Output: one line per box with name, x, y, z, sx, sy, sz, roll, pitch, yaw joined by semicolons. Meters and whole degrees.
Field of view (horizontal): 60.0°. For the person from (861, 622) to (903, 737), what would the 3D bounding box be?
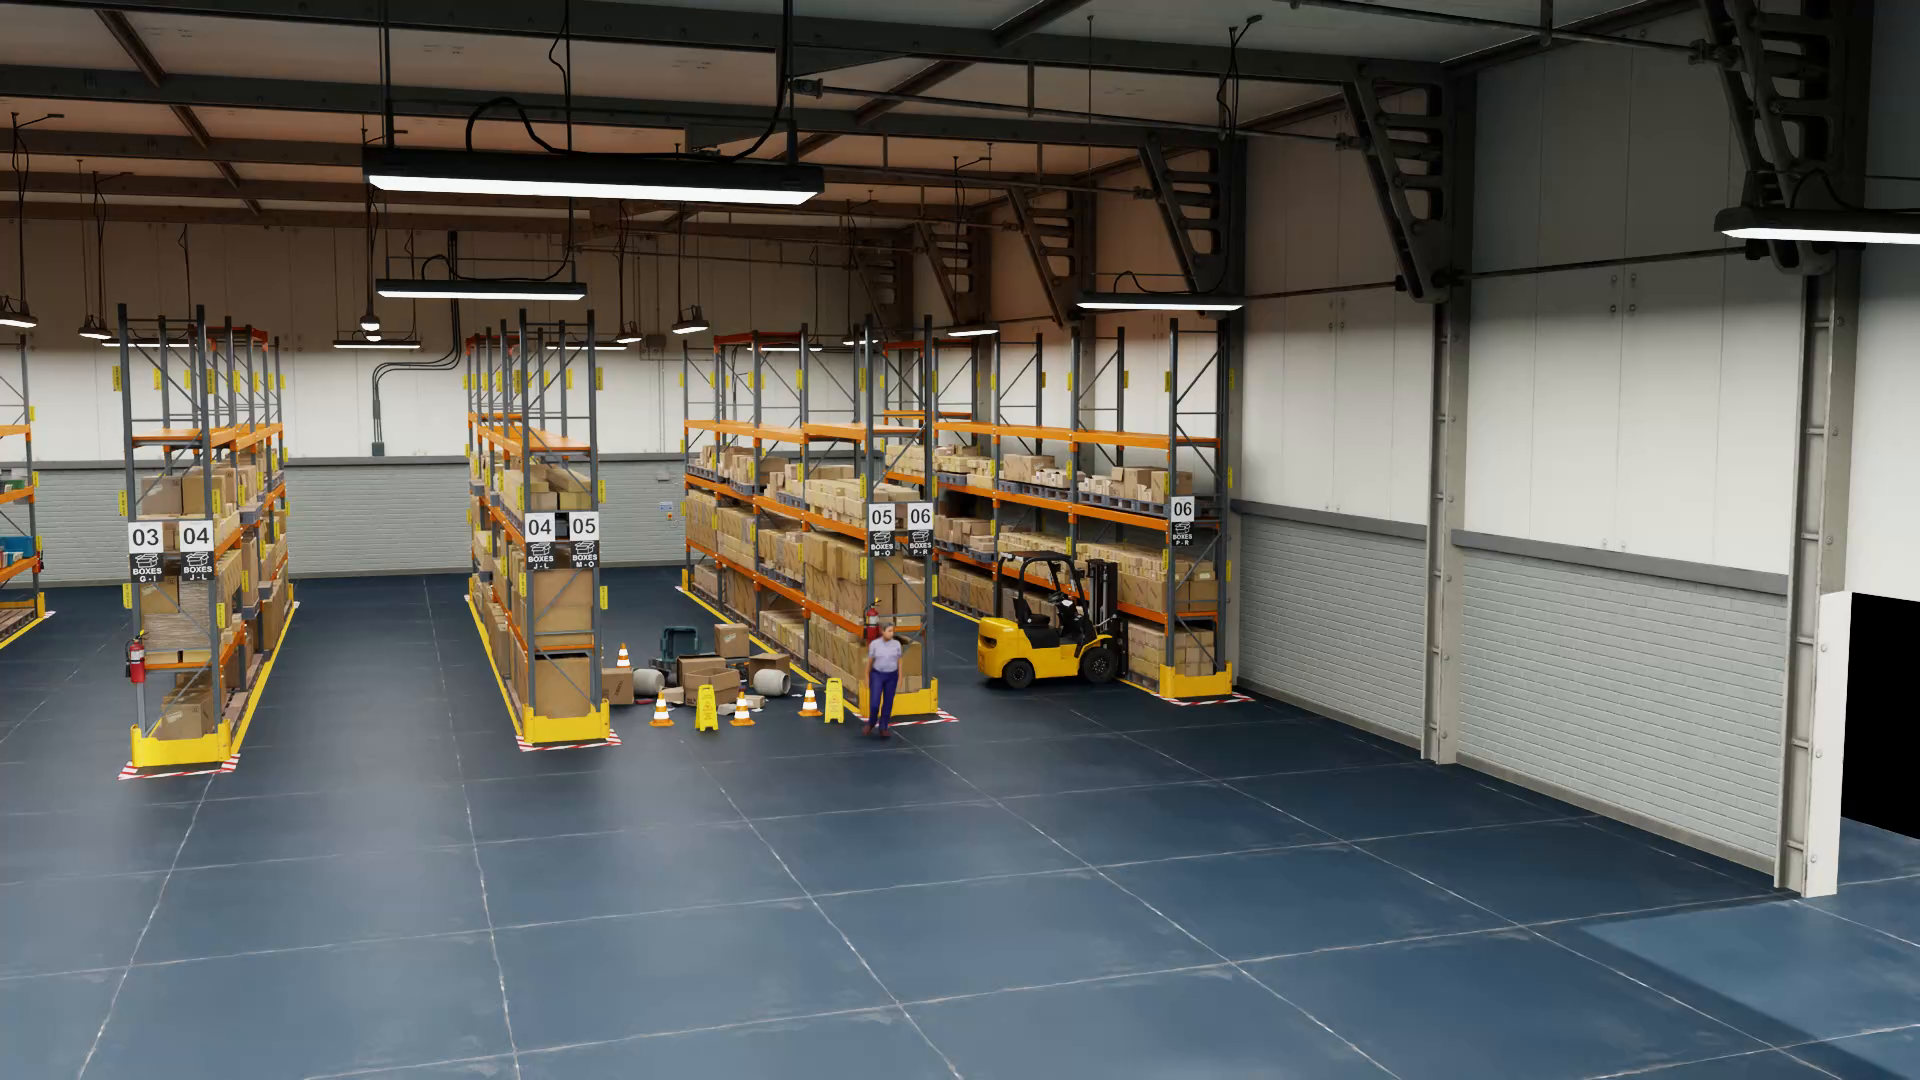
person;-1.091;1.961;23.370;0.577;1.640;0.439;-2;6;-20
